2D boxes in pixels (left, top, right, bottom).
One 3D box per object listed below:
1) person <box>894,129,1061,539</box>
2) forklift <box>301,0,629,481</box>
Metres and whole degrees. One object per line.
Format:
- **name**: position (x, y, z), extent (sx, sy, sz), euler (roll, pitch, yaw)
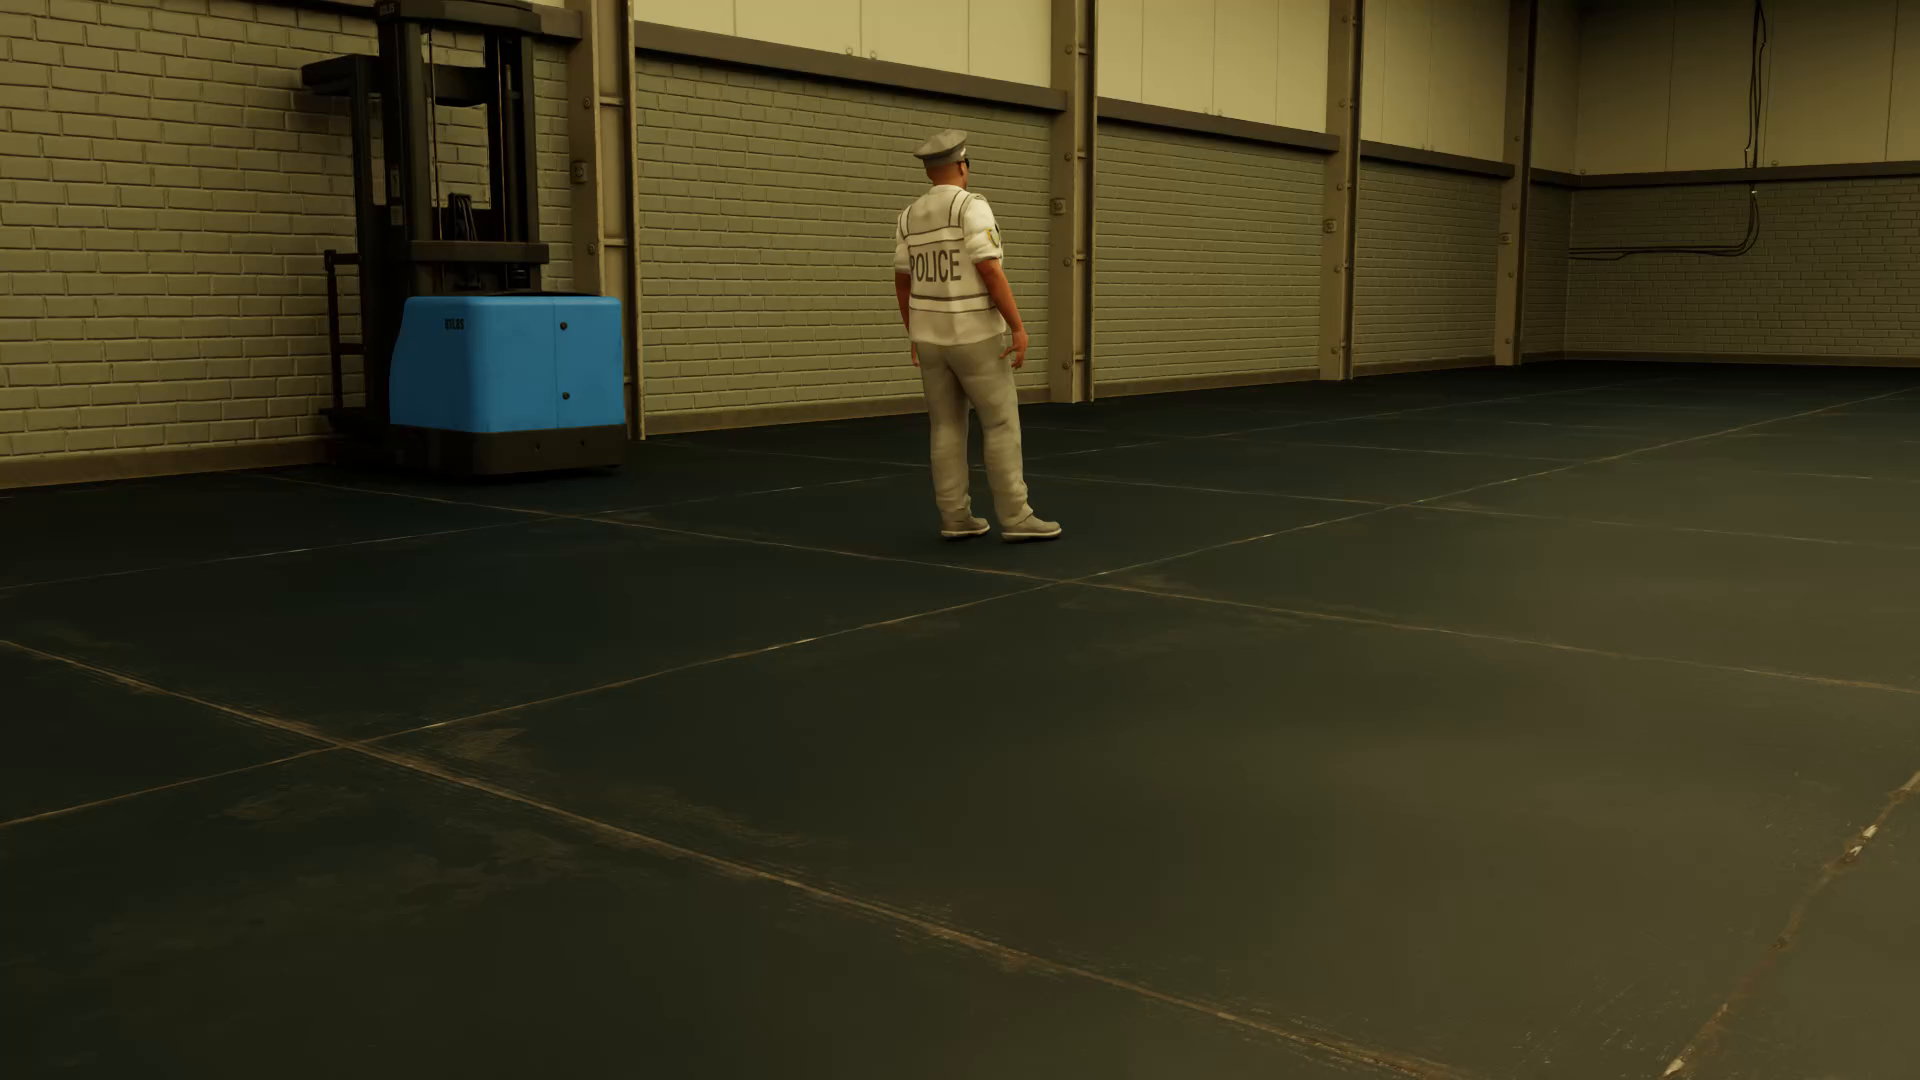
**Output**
- **person**: position (0.058, -0.897, 7.328), extent (0.641, 1.780, 0.574), euler (7, 11, 38)
- **forklift**: position (-3.416, -1.946, 10.582), extent (3.031, 2.935, 1.130), euler (8, 12, 44)
